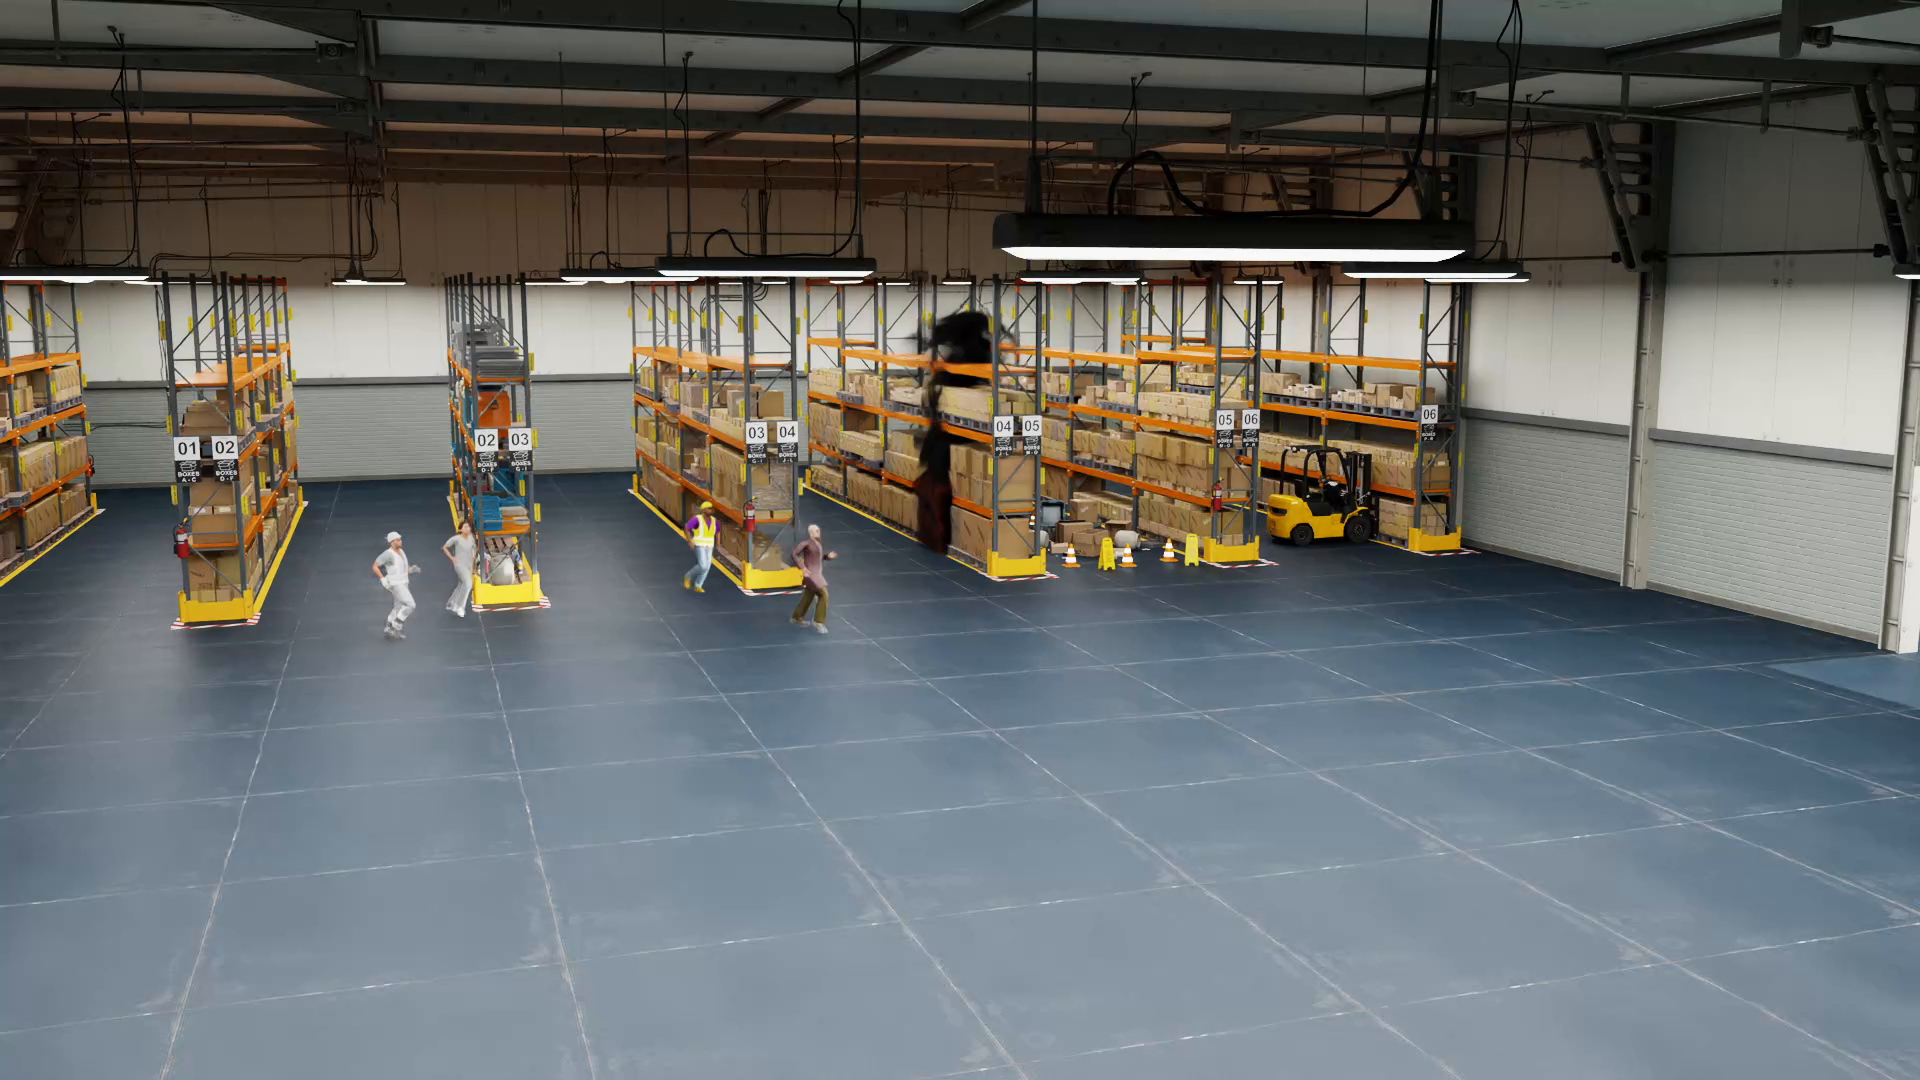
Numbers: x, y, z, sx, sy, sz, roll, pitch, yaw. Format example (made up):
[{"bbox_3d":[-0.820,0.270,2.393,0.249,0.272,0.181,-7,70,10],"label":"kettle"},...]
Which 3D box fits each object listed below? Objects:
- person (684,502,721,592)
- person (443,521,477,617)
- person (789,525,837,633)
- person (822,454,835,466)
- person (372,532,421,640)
[{"bbox_3d":[-4.865,0.119,31.638,0.744,1.707,0.559,-8,12,-43],"label":"person"},{"bbox_3d":[-8.776,0.522,29.382,0.648,1.631,0.587,5,10,32],"label":"person"},{"bbox_3d":[-2.477,0.757,27.999,0.844,1.655,0.665,2,9,13],"label":"person"},{"bbox_3d":[-3.876,-2.658,49.867,0.727,1.711,0.710,-4,9,-23],"label":"person"},{"bbox_3d":[-9.155,0.751,27.186,0.688,1.773,0.648,1,9,6],"label":"person"}]
